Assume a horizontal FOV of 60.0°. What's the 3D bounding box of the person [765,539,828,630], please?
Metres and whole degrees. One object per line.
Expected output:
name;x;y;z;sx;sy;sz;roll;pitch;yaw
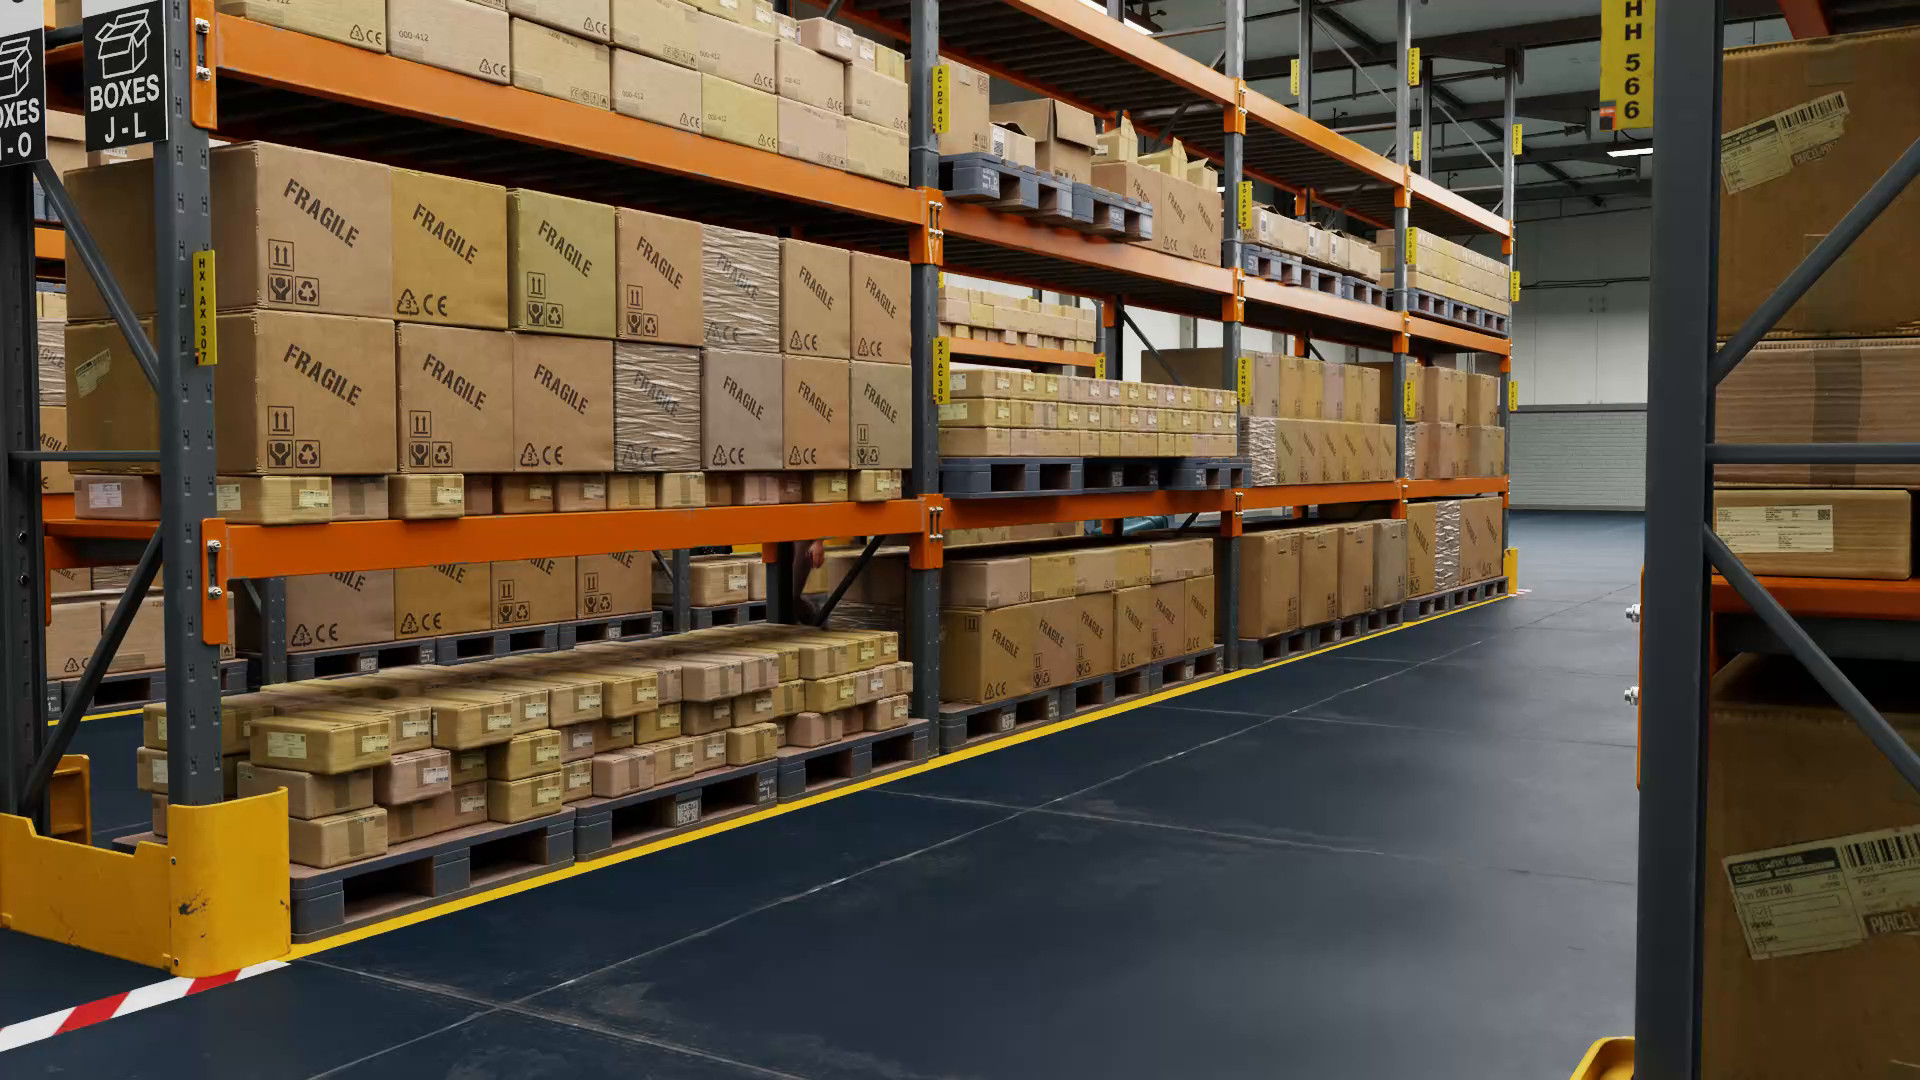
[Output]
person;-1.192;0.041;11.741;0.570;1.714;0.492;2;4;39
